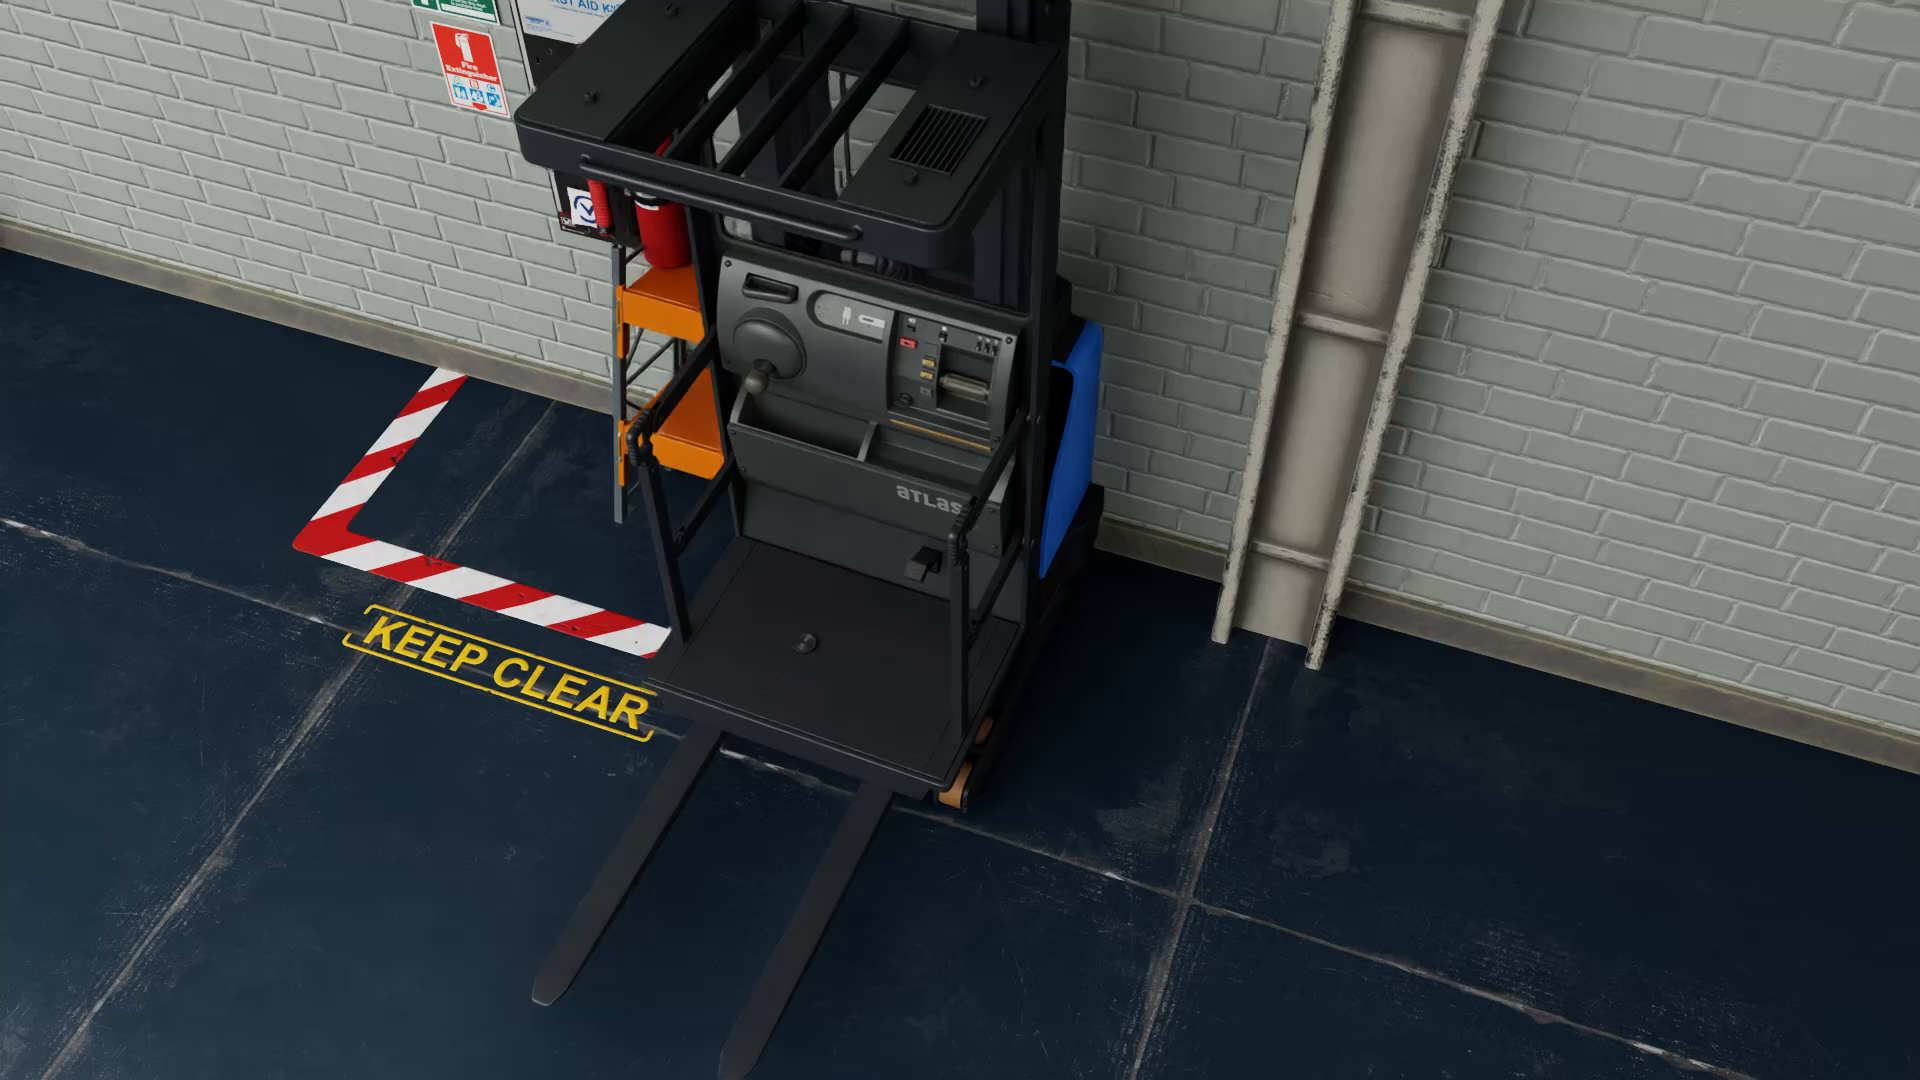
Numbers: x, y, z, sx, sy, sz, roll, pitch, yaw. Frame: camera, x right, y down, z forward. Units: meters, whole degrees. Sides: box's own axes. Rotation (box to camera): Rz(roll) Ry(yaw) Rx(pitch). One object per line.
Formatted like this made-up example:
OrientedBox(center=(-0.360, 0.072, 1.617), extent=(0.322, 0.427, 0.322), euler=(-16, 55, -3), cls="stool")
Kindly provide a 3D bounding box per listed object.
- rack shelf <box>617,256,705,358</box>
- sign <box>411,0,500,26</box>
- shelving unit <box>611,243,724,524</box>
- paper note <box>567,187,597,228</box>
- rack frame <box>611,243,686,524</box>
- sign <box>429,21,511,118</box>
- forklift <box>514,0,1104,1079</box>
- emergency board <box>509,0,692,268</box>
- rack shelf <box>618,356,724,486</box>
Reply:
OrientedBox(center=(-0.611, -0.736, 5.744), extent=(1.000, 0.278, 0.538), euler=(17, 37, 12), cls="rack shelf")
OrientedBox(center=(-1.652, -1.752, 5.410), extent=(0.331, 0.109, 0.001), euler=(16, 51, 13), cls="sign")
OrientedBox(center=(-0.644, -0.502, 5.917), extent=(1.048, 1.125, 0.538), euler=(17, 37, 12), cls="shelving unit")
OrientedBox(center=(-1.312, -1.164, 5.856), extent=(0.142, 0.148, 0.016), euler=(16, 51, 13), cls="paper note")
OrientedBox(center=(-1.120, -0.645, 6.021), extent=(0.032, 1.125, 0.500), euler=(17, 37, 12), cls="rack frame")
OrientedBox(center=(-1.653, -1.586, 5.616), extent=(0.234, 0.329, 0.001), euler=(16, 51, 13), cls="sign")
OrientedBox(center=(-0.359, -0.449, 4.700), extent=(1.130, 2.935, 3.031), euler=(17, 51, 14), cls="forklift")
OrientedBox(center=(-1.170, -1.357, 5.441), extent=(0.643, 1.169, 0.194), euler=(16, 51, 13), cls="emergency board")
OrientedBox(center=(-0.671, -0.307, 6.061), extent=(1.000, 0.278, 0.538), euler=(17, 37, 12), cls="rack shelf")
